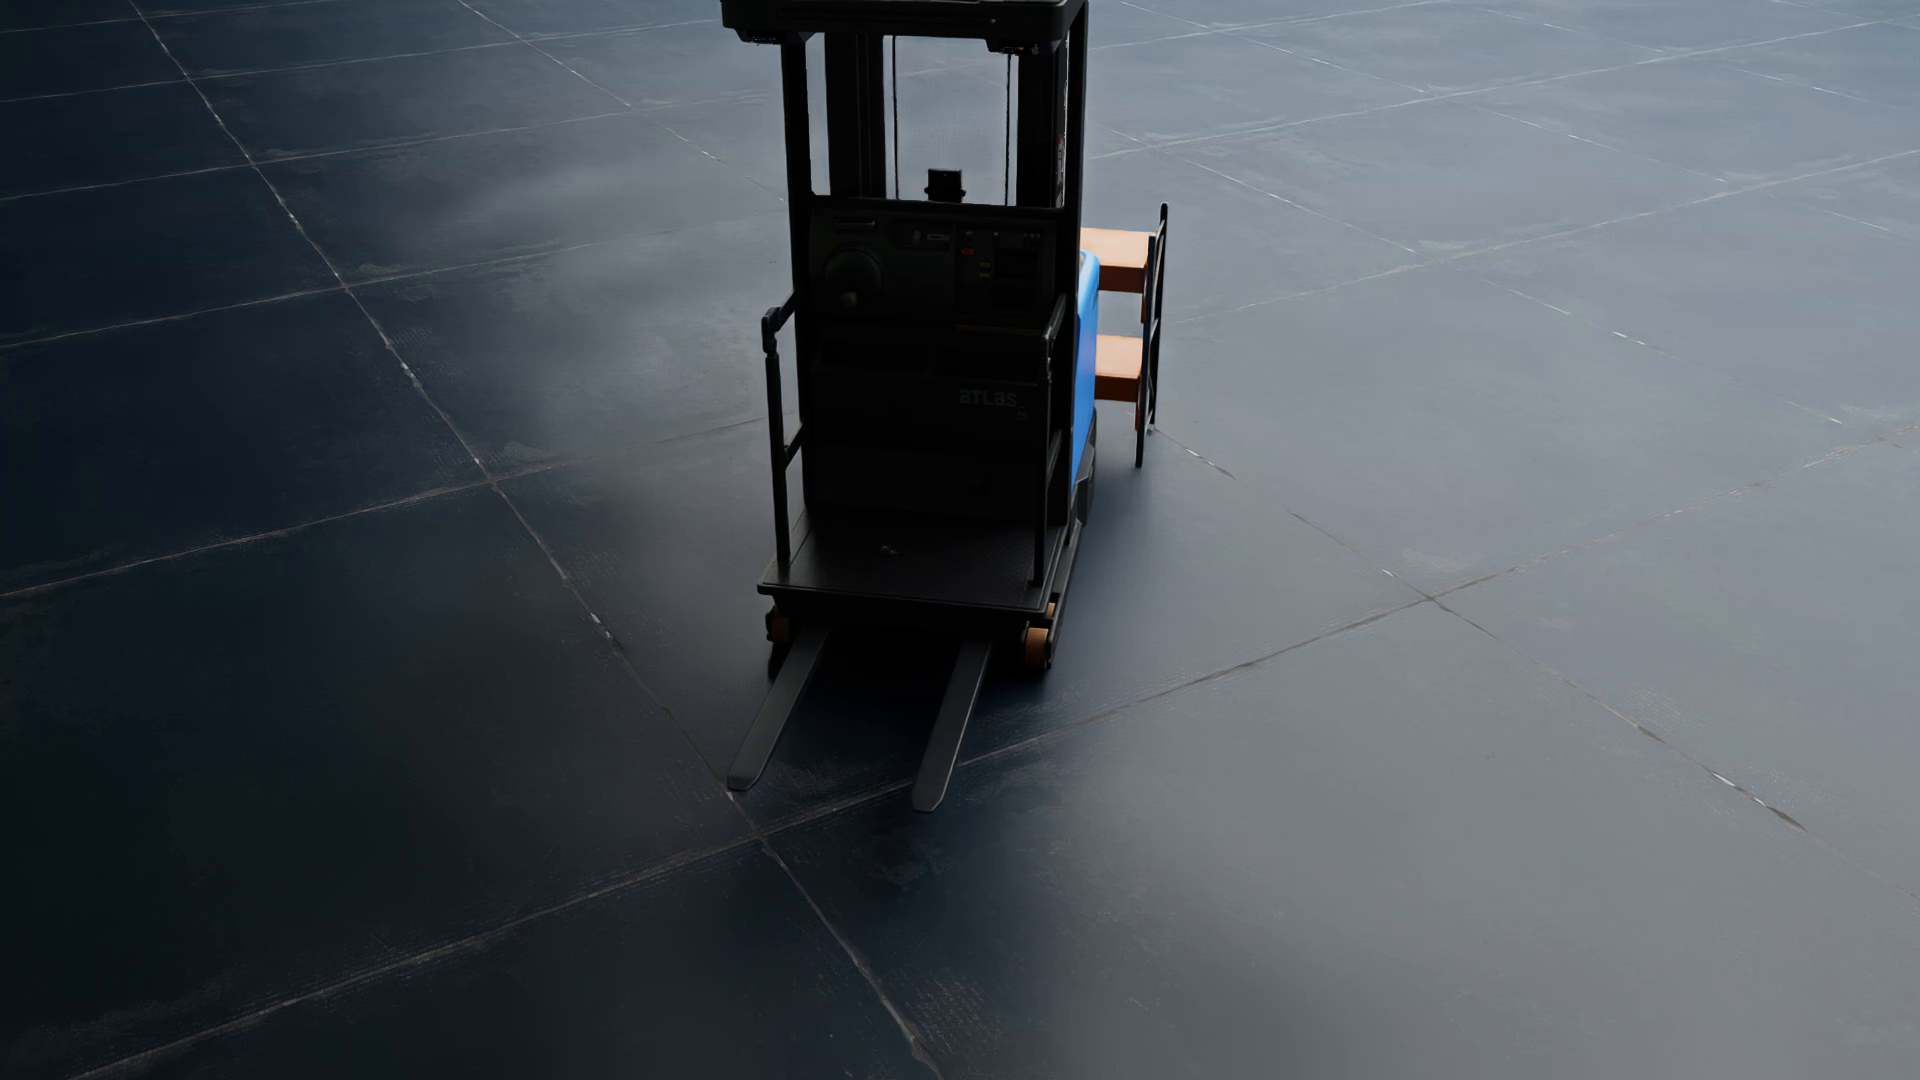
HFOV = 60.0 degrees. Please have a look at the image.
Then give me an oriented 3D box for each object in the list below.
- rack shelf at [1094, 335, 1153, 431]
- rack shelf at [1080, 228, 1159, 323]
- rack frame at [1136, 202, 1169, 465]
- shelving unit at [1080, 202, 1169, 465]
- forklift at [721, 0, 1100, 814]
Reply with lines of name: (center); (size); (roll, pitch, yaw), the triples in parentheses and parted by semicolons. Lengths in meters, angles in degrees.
rack shelf: (0.410, -0.809, 8.058); (1.000, 0.278, 0.538); (6, 30, 11)
rack shelf: (0.410, -1.280, 7.799); (1.000, 0.278, 0.538); (6, 30, 11)
rack frame: (0.906, -0.969, 7.841); (0.032, 1.125, 0.500); (6, 30, 11)
shelving unit: (0.410, -1.023, 7.940); (1.048, 1.125, 0.538); (6, 30, 11)
forklift: (-0.142, -0.978, 5.989); (1.130, 2.935, 3.031); (5, 29, 9)
